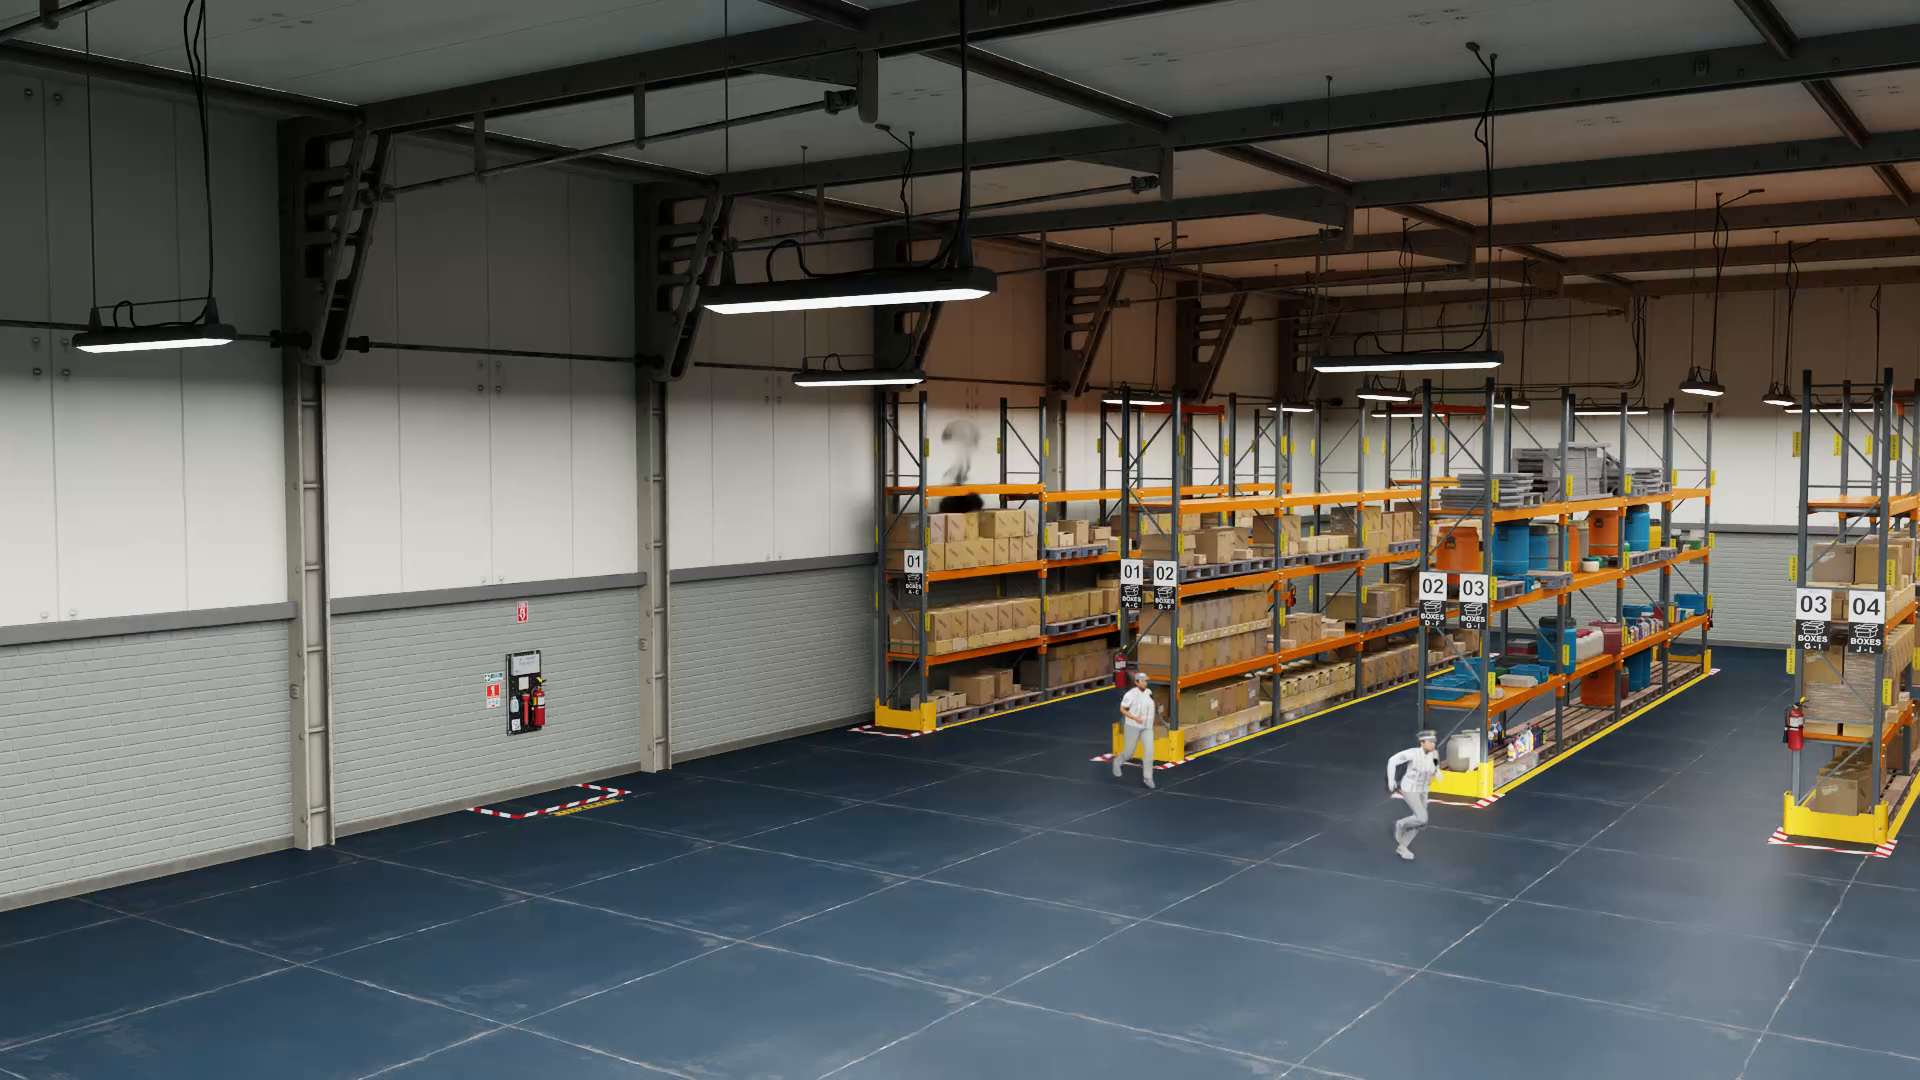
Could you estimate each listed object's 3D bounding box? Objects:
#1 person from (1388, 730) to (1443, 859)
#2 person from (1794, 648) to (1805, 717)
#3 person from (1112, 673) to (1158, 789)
[{"bbox_3d":[5.574,3.083,20.186,0.602,1.613,0.670,-2,4,-30],"label":"person"},{"bbox_3d":[15.293,2.465,29.953,0.674,1.740,0.782,2,4,32],"label":"person"},{"bbox_3d":[2.676,2.799,24.752,0.643,1.659,0.959,-2,4,-28],"label":"person"}]
